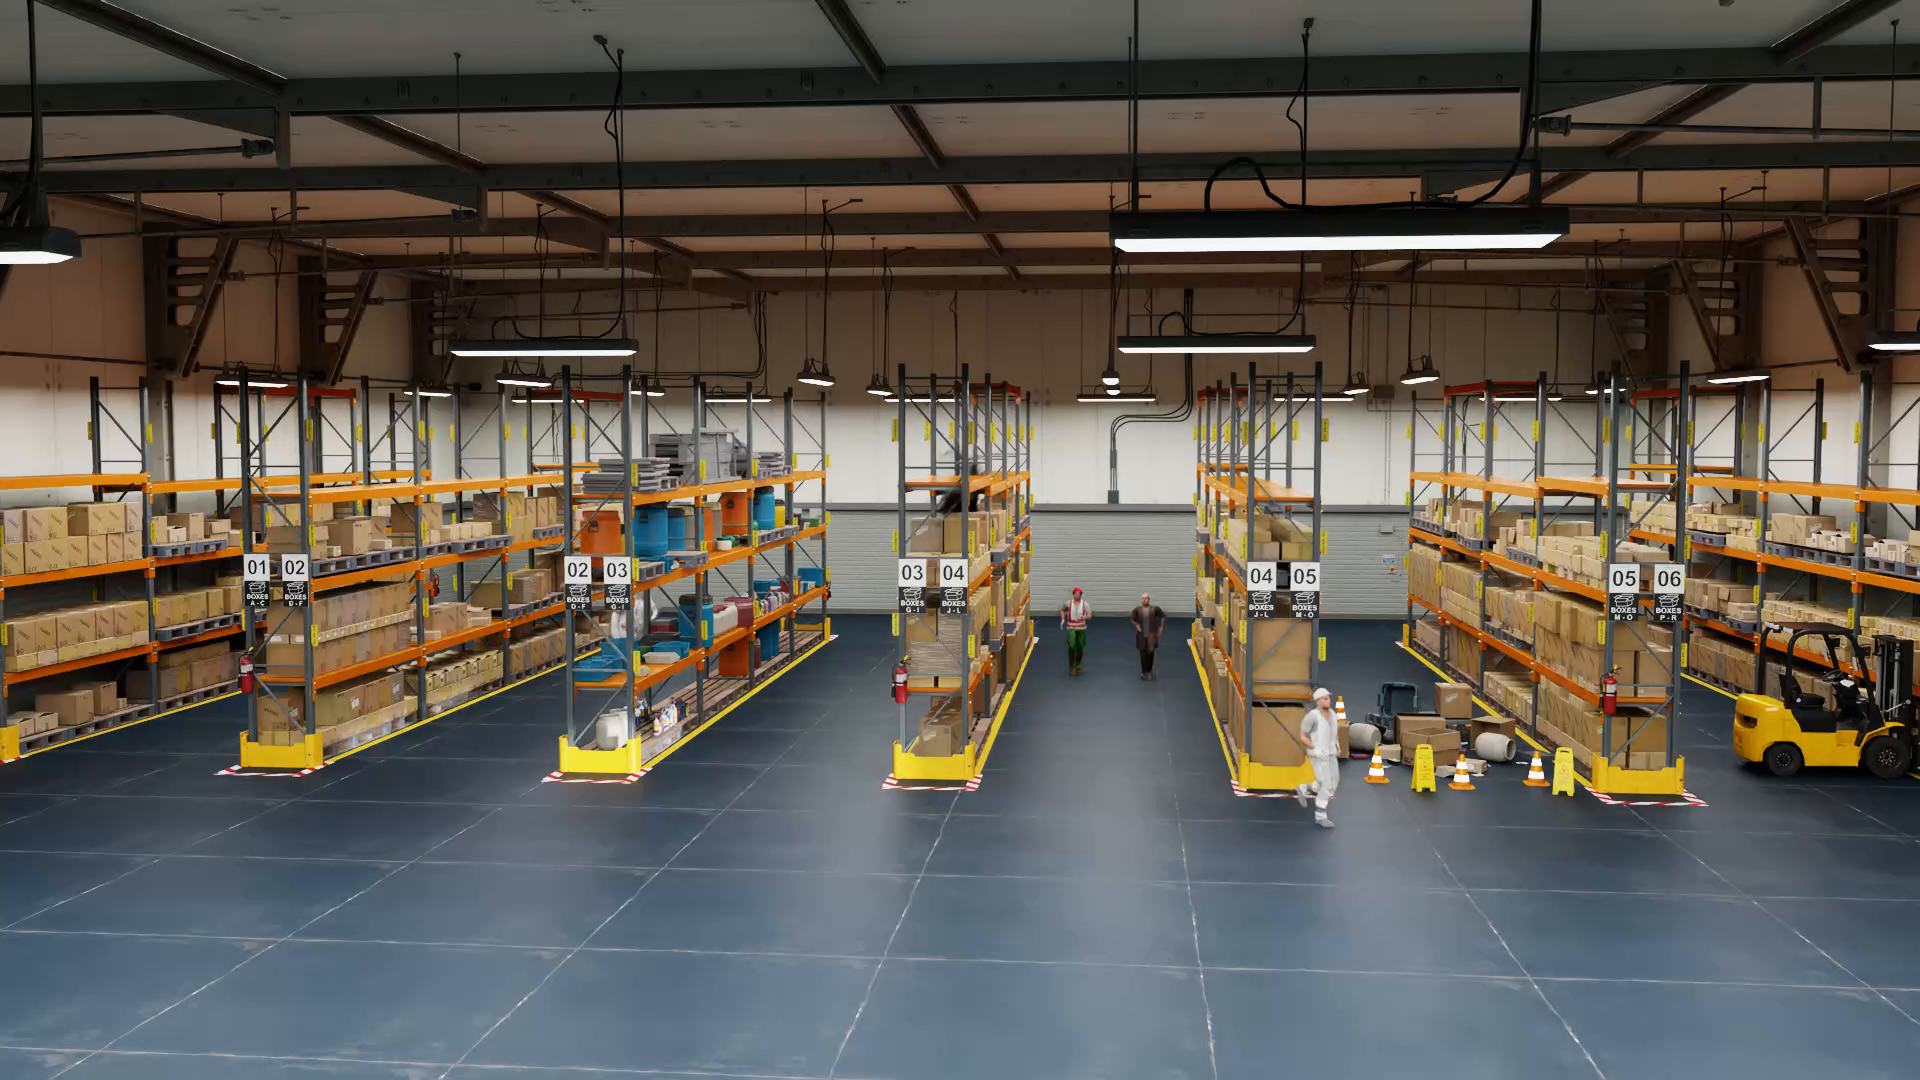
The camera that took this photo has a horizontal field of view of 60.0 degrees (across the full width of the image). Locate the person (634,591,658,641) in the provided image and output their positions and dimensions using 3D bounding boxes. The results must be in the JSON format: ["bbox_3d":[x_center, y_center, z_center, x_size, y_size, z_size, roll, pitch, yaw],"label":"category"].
[{"bbox_3d":[-6.936,1.846,36.499,0.616,1.662,0.560,0,4,-4],"label":"person"}]

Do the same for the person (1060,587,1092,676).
[{"bbox_3d":[2.415,1.895,34.541,0.645,1.841,0.767,0,4,-1],"label":"person"}]

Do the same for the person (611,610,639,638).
[{"bbox_3d":[-6.642,2.021,32.883,0.628,1.843,0.781,0,4,4],"label":"person"}]

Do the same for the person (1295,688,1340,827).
[{"bbox_3d":[4.594,2.761,21.332,0.675,1.764,0.690,-3,4,-35],"label":"person"}]

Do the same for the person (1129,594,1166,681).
[{"bbox_3d":[3.793,1.973,33.741,0.719,1.770,0.741,1,4,12],"label":"person"}]
